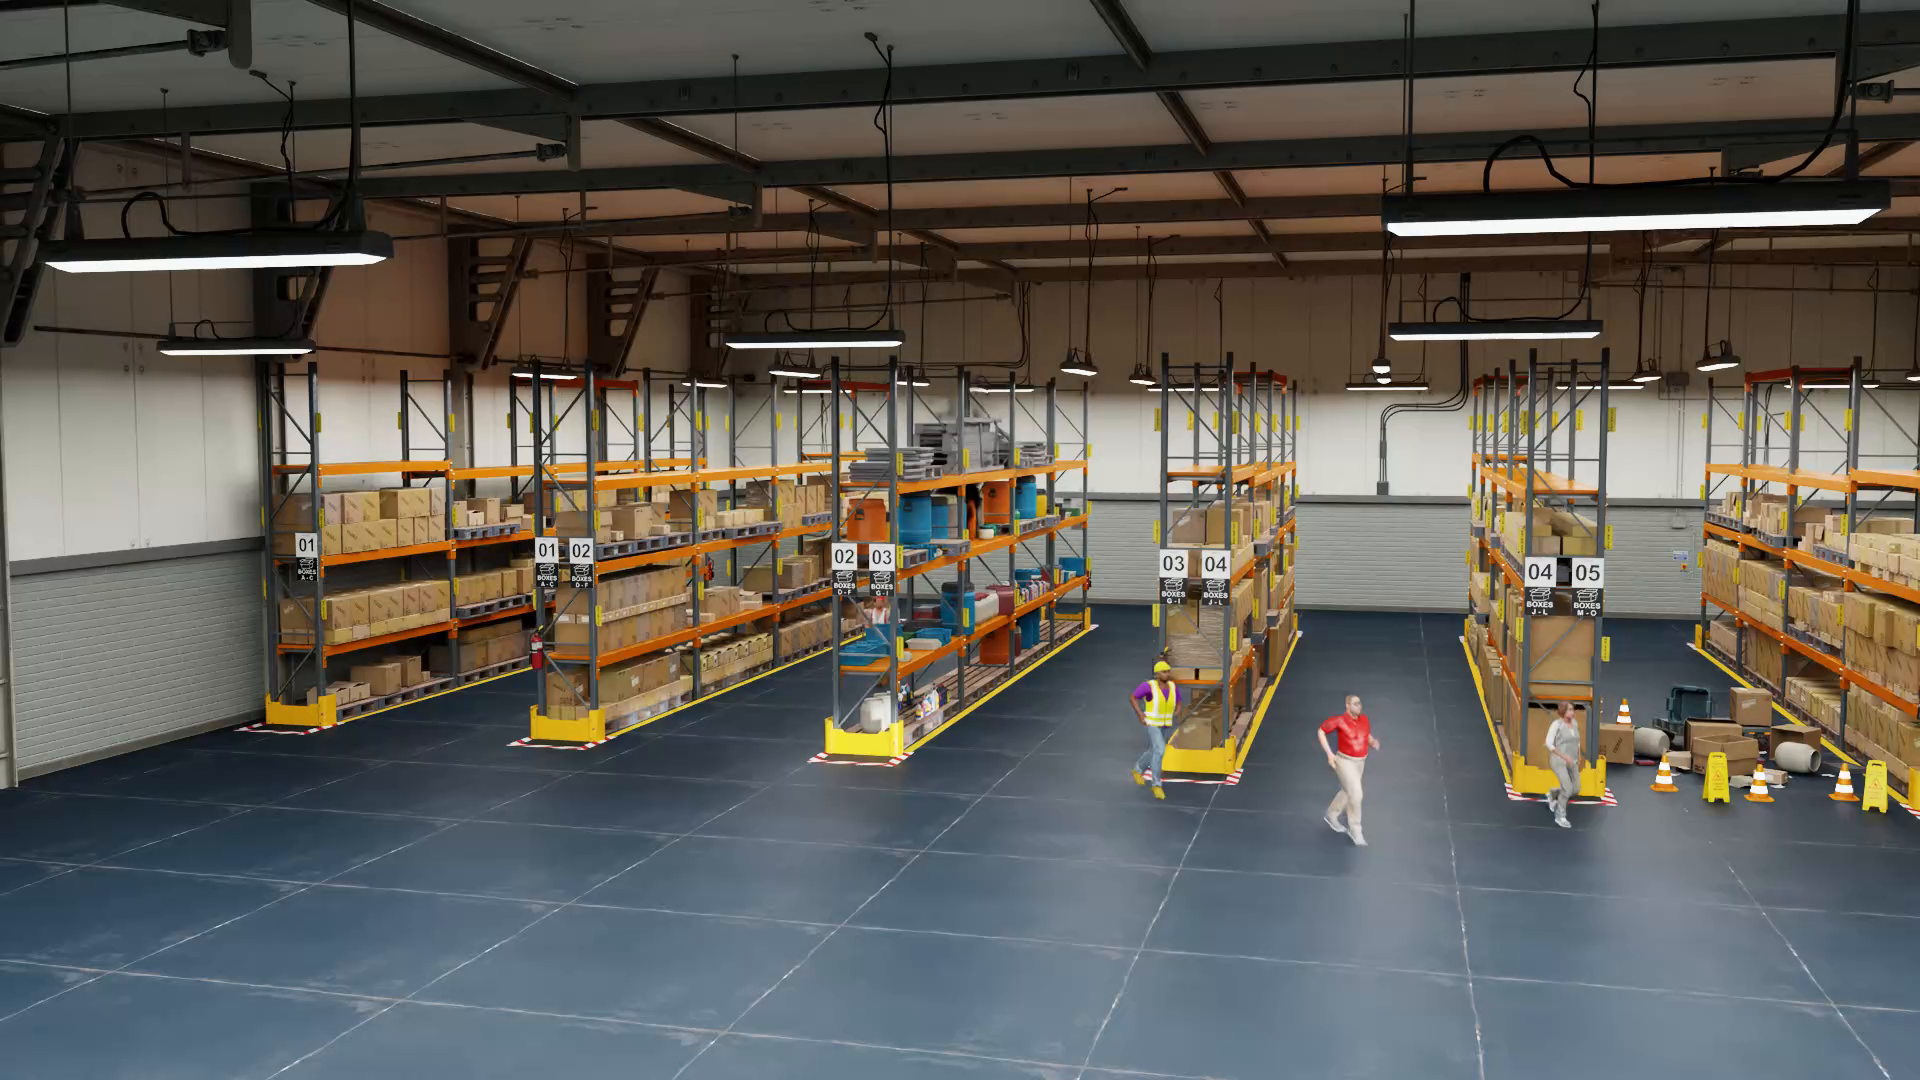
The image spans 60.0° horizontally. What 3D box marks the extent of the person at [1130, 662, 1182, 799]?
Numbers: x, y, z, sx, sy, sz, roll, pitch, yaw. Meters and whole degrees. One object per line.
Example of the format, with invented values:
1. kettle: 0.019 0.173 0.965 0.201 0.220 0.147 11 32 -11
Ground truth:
1. person: 2.682 2.528 22.580 0.701 1.800 0.844 -3 5 -32

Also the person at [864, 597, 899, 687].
1. person: -1.530 1.906 31.375 0.640 1.750 0.604 1 4 15

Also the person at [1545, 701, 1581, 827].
1. person: 7.520 2.777 20.755 0.579 1.567 0.573 -2 4 -26

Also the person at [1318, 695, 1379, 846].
1. person: 4.695 2.745 20.040 0.644 1.792 0.803 -3 5 -38
